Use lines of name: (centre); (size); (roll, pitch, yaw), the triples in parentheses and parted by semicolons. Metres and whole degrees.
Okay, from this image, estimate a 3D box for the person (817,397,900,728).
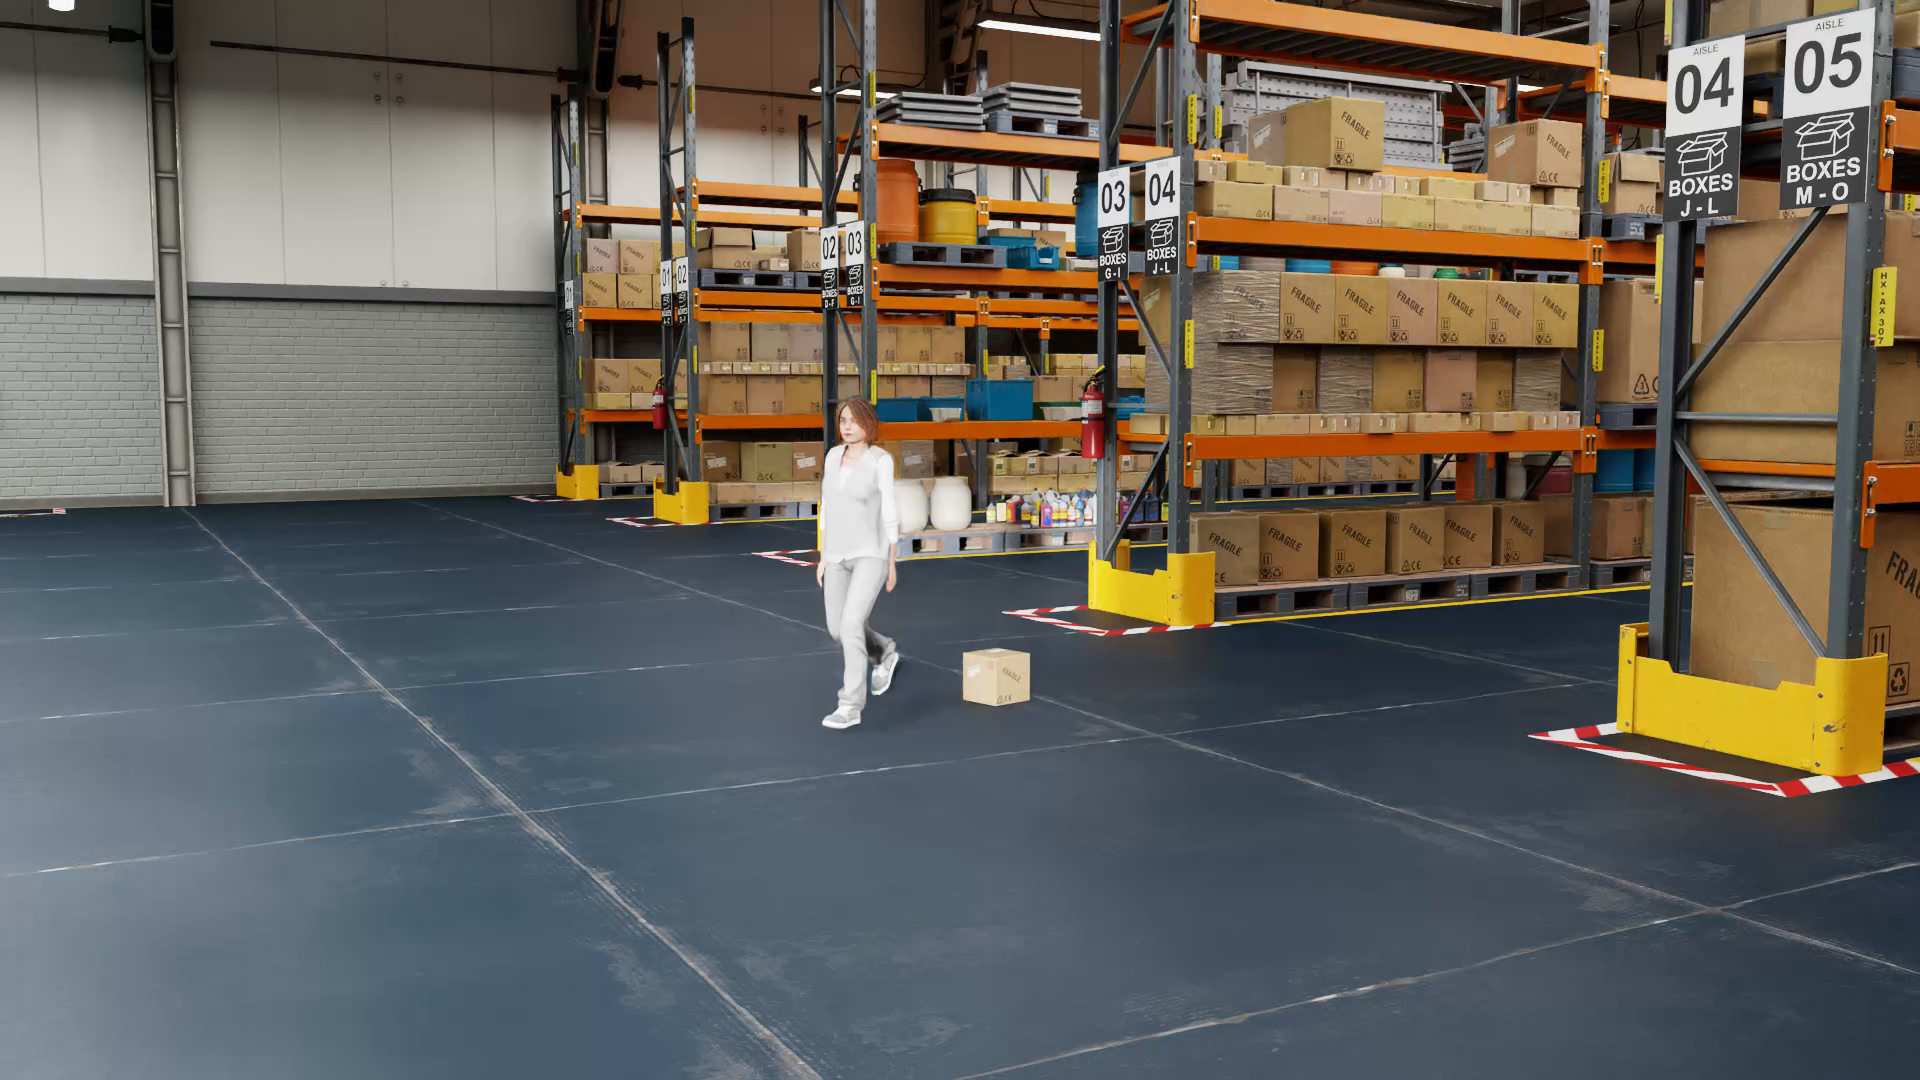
person: (-0.470, 0.088, 8.117); (0.414, 1.565, 0.784); (3, 6, 30)
